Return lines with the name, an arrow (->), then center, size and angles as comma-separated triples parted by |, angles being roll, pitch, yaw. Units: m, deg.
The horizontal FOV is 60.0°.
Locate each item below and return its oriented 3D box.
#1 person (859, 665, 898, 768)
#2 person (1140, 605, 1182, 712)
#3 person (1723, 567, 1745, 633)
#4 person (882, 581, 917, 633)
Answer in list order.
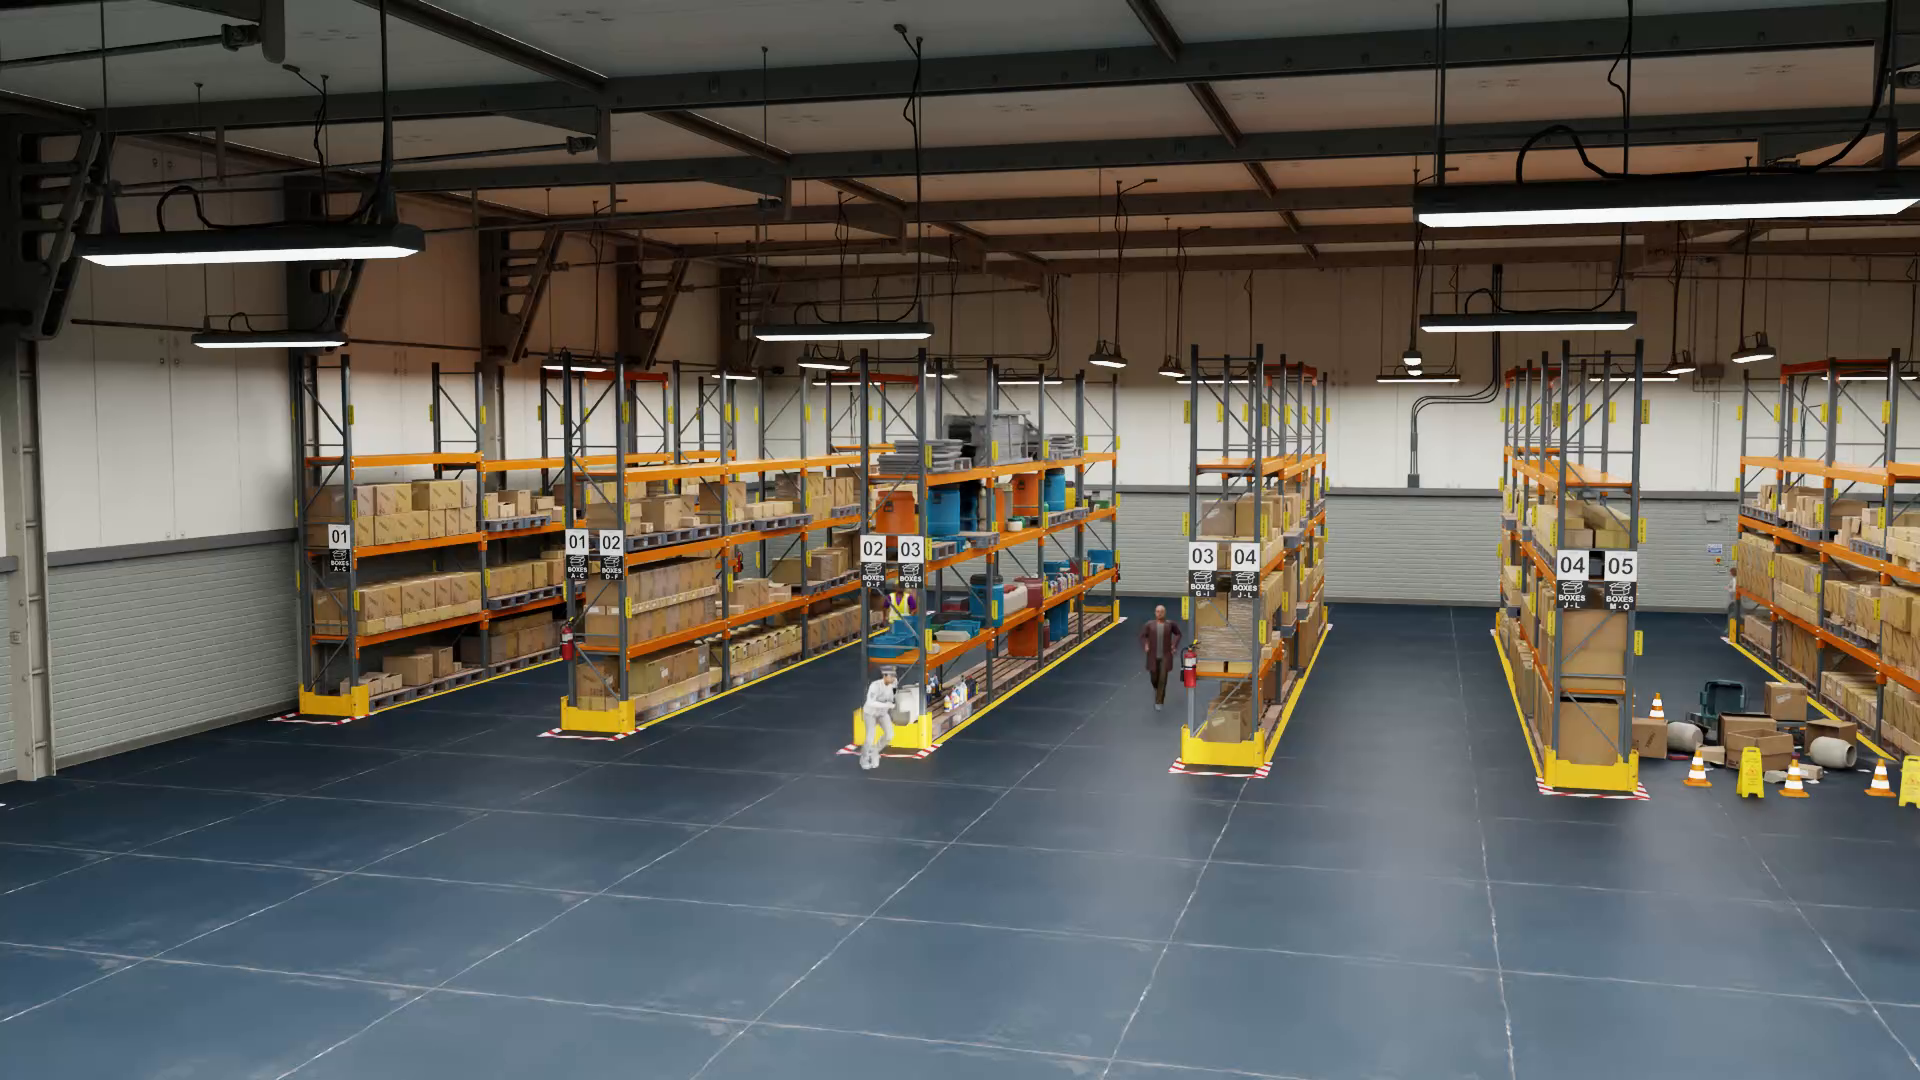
person -> -1.103, 2.482, 23.417 | 0.643, 1.514, 0.878 | -3, 5, -39
person -> 3.429, 1.998, 28.450 | 0.711, 1.764, 0.923 | 1, 4, 11
person -> 17.733, 1.388, 37.865 | 0.702, 1.587, 0.622 | 3, 5, 34
person -> -1.214, 1.652, 33.331 | 0.705, 1.717, 0.586 | 0, 4, 5
